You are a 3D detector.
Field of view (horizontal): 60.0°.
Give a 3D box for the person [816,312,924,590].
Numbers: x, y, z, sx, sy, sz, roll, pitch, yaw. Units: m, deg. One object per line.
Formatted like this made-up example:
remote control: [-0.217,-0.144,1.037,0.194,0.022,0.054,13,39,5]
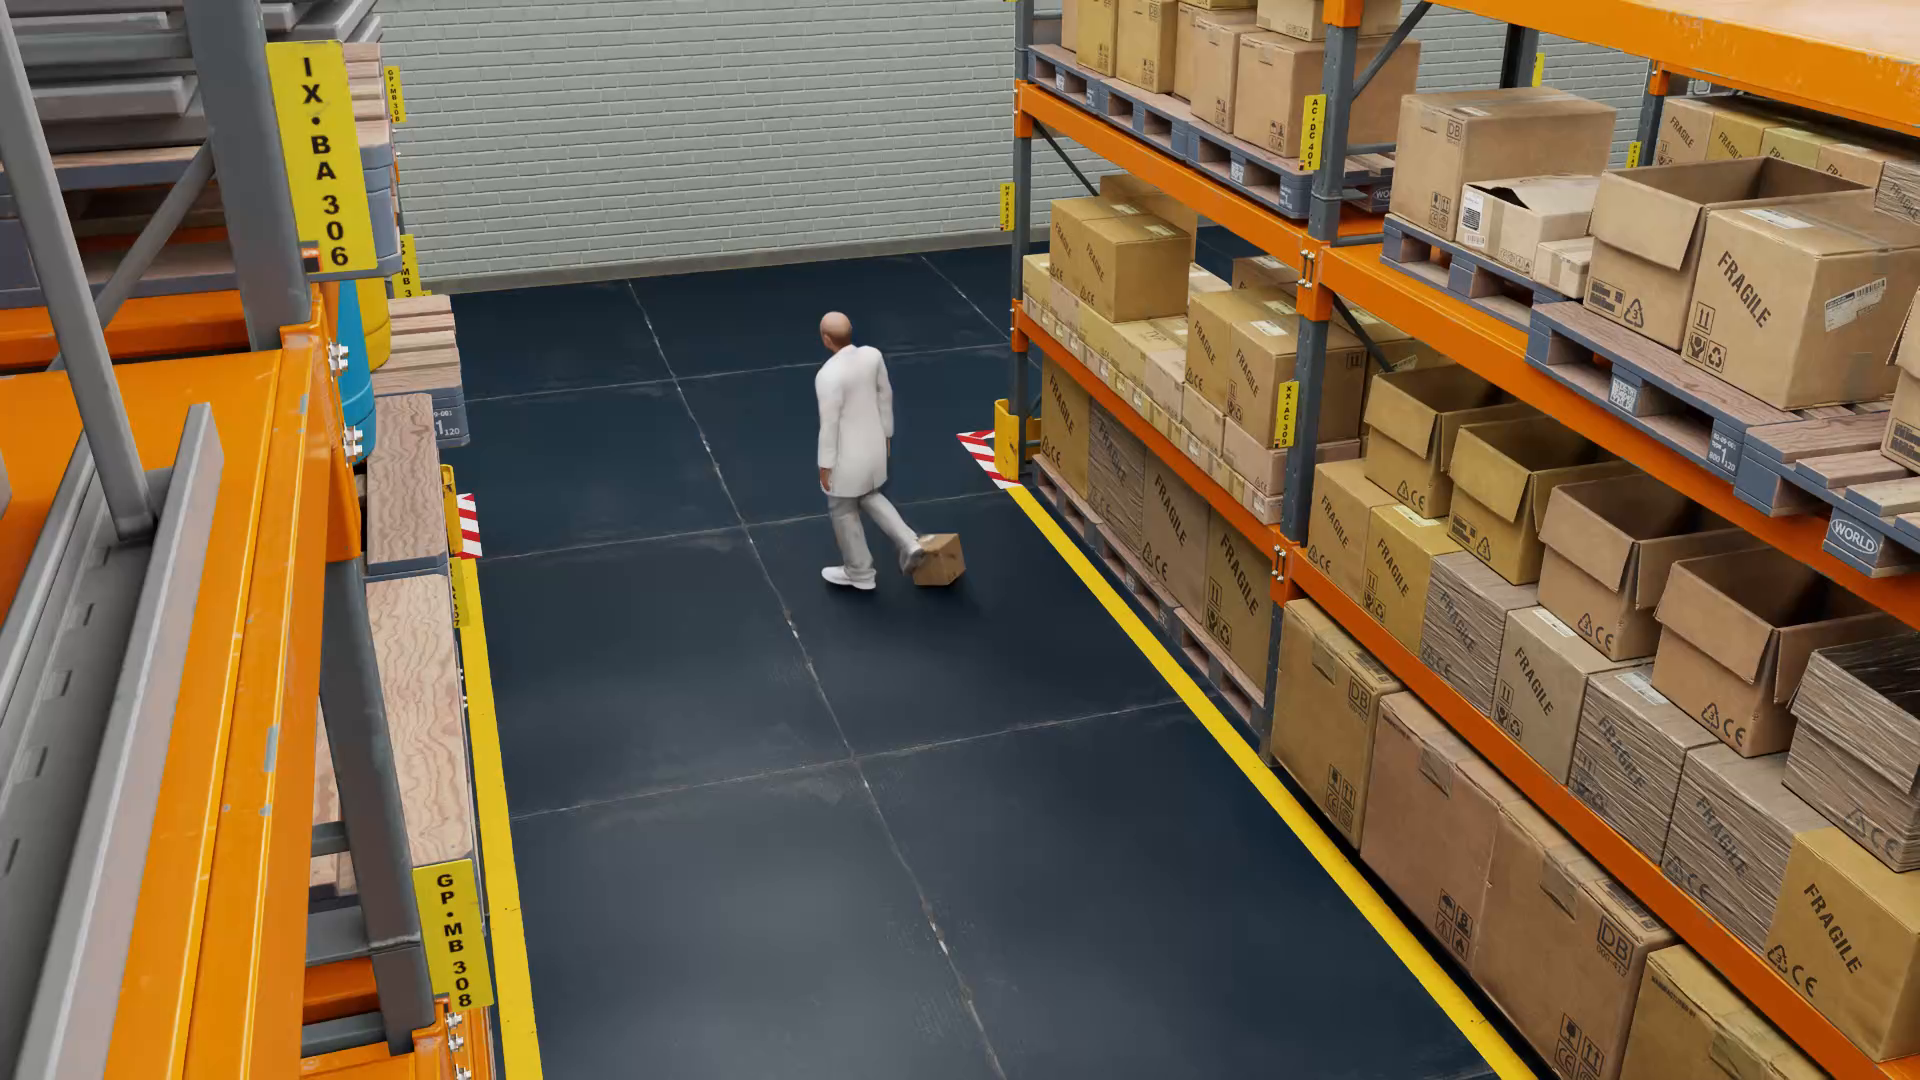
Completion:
person: [-0.555,-0.521,10.151,0.660,1.761,0.639,18,31,32]
